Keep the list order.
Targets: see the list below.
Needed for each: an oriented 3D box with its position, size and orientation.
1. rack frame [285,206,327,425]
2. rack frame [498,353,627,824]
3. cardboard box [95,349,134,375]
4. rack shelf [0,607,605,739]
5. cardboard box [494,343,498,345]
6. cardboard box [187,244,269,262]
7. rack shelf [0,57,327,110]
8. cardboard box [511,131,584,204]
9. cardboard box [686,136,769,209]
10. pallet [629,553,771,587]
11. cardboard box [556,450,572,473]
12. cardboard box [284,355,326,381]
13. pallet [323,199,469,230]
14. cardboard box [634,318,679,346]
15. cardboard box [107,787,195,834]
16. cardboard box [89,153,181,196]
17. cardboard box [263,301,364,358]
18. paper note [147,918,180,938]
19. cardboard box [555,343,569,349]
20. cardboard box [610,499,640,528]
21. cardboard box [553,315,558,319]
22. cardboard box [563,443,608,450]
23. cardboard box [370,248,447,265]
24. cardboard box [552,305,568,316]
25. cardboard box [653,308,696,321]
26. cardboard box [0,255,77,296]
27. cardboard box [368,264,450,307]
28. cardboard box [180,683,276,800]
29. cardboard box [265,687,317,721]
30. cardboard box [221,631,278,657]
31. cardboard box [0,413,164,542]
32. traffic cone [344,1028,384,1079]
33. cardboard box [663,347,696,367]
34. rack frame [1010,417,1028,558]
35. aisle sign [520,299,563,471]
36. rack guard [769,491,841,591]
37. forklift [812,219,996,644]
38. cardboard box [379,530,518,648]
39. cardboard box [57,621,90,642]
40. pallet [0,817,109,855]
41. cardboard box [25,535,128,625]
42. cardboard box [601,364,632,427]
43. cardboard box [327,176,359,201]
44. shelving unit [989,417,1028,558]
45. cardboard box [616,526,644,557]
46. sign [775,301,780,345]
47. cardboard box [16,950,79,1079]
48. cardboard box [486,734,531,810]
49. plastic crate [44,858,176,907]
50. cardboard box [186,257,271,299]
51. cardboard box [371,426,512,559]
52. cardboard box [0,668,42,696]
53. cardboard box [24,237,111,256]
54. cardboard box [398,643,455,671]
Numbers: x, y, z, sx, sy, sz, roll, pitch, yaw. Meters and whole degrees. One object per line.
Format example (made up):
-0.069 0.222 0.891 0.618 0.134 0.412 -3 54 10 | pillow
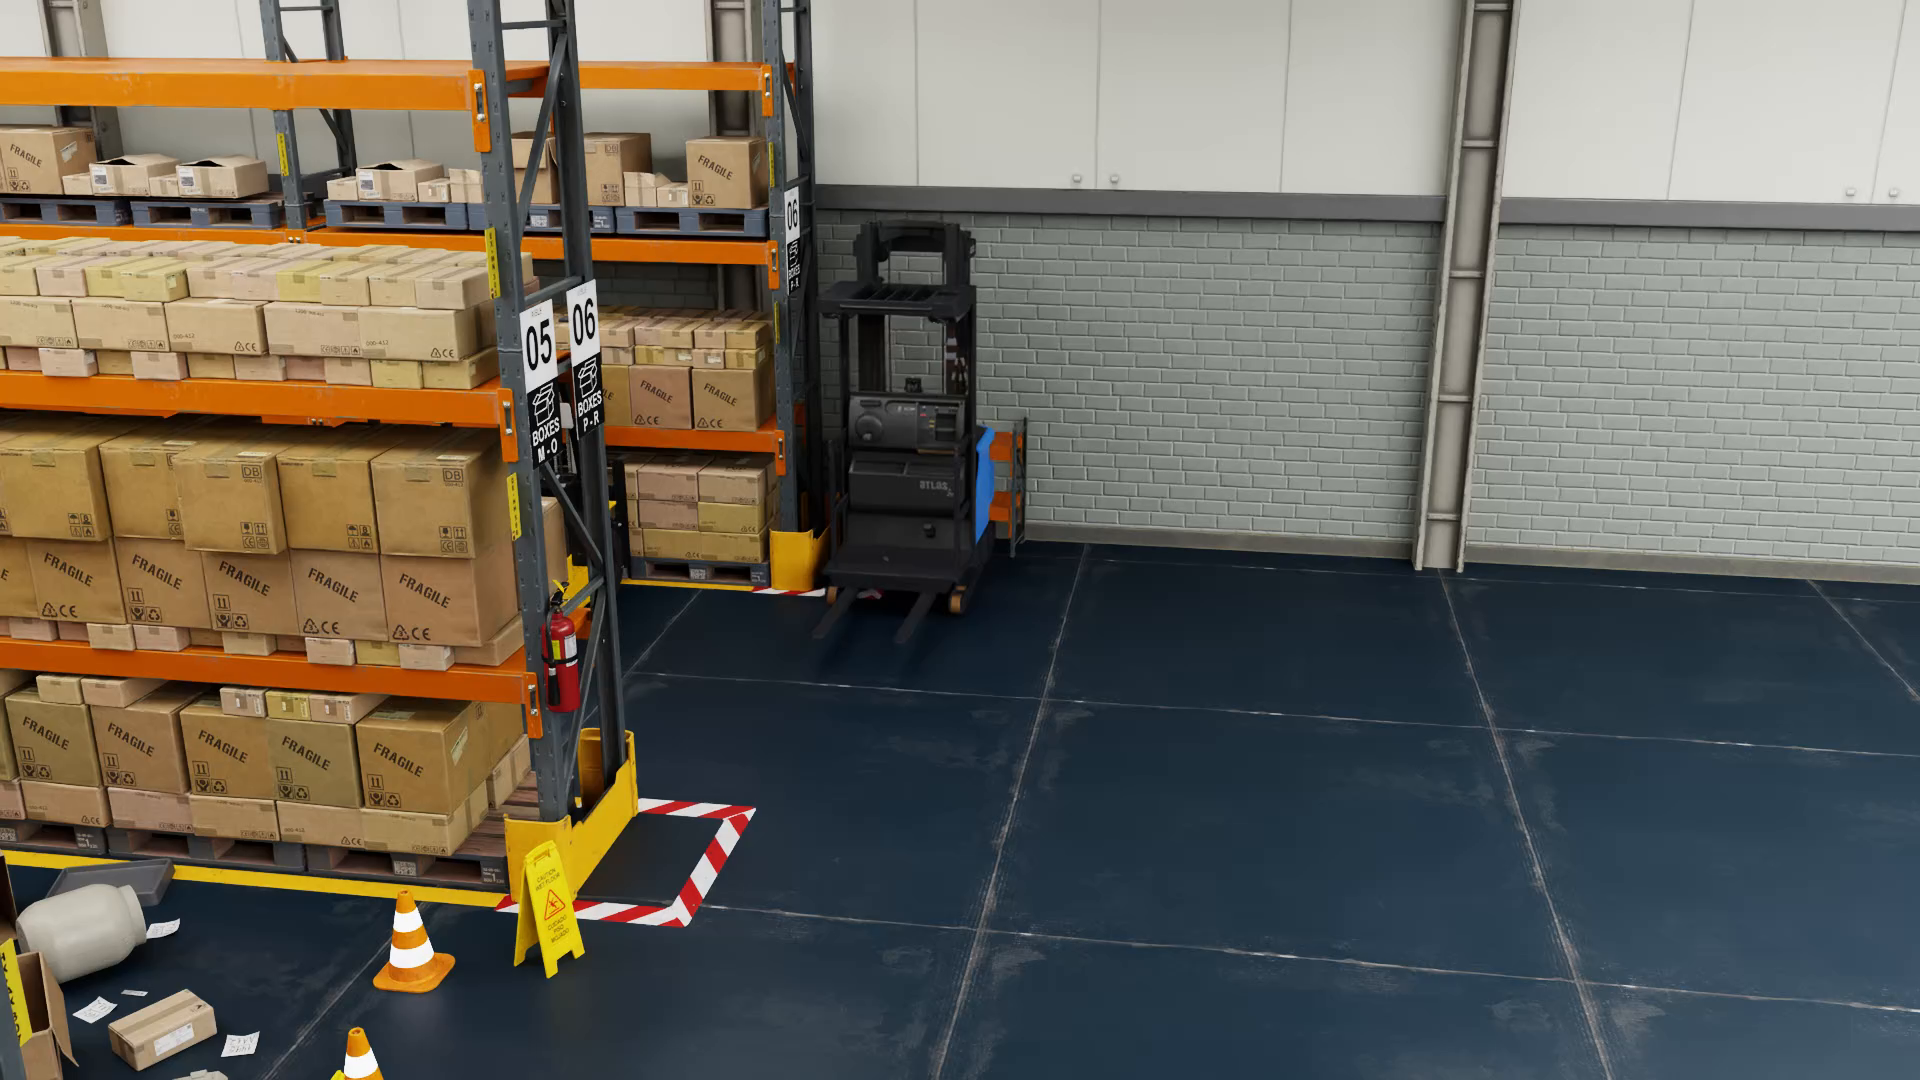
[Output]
-5.267 -1.395 14.244 0.127 3.000 1.000 3 19 9 | rack frame
-2.102 0.362 8.994 0.127 3.000 1.000 3 19 9 | rack frame
-4.257 -0.972 8.650 0.250 0.149 0.380 3 19 9 | cardboard box
-4.076 0.602 9.409 4.000 0.370 1.077 3 19 9 | rack shelf
-2.378 -1.060 8.912 0.250 0.149 0.380 3 19 9 | cardboard box
-3.918 -1.488 8.934 0.250 0.149 0.380 3 19 10 | cardboard box
-7.242 -3.809 13.770 4.000 0.370 1.077 3 19 9 | rack shelf
-3.361 -2.982 13.277 0.637 0.503 0.797 4 19 10 | cardboard box
-1.794 -2.856 12.906 0.500 0.500 0.500 4 19 10 | cardboard box
-2.080 0.104 14.160 1.213 0.211 1.003 3 19 9 | pallet
-3.326 -0.562 13.851 0.500 0.250 0.500 3 19 8 | cardboard box
-3.246 -0.932 8.529 0.250 0.149 0.380 3 19 9 | cardboard box
-4.421 -2.740 13.678 1.213 0.211 1.003 3 19 9 | pallet
-2.450 -1.685 13.462 0.250 0.149 0.380 3 19 9 | cardboard box
-4.458 1.429 9.477 0.500 0.250 0.500 3 19 8 | cardboard box
-6.778 -3.020 13.696 0.500 0.311 0.500 2 19 7 | cardboard box
-3.144 -1.102 8.409 0.500 0.250 0.500 3 19 8 | cardboard box
-4.168 2.029 8.690 0.148 0.019 0.142 -3 19 -10 | paper note
-3.207 -1.576 13.605 0.250 0.149 0.380 3 19 8 | cardboard box
-2.855 -0.300 13.856 0.500 0.250 0.500 2 19 7 | cardboard box
-3.466 -1.735 13.612 0.250 0.149 0.380 3 19 9 | cardboard box
-3.253 -0.727 14.343 0.500 0.250 0.500 3 19 8 | cardboard box
-2.908 -1.441 8.794 0.250 0.149 0.380 3 19 9 | cardboard box
-3.400 -1.872 14.022 0.250 0.149 0.380 3 19 10 | cardboard box
-2.374 -1.823 13.875 0.250 0.149 0.380 3 19 9 | cardboard box
-4.763 -1.364 8.565 0.250 0.149 0.380 2 19 7 | cardboard box
-2.731 -1.269 8.281 0.250 0.149 0.380 3 19 10 | cardboard box
-3.947 1.100 9.279 0.500 0.500 0.500 2 19 7 | cardboard box
-3.555 0.834 9.051 0.250 0.149 0.380 3 19 10 | cardboard box
-3.779 0.487 9.017 0.250 0.149 0.380 3 19 8 | cardboard box
-4.659 -0.346 8.906 0.500 0.500 0.700 3 19 7 | cardboard box
-2.571 2.312 7.163 0.334 0.463 0.336 3 19 9 | traffic cone
-2.208 -1.514 13.420 0.250 0.149 0.380 3 19 10 | cardboard box
0.510 -0.459 14.375 0.032 1.125 0.500 5 18 13 | rack frame
-2.086 -0.777 8.301 0.004 0.787 0.394 3 19 9 | aisle sign
-1.294 -0.007 14.035 0.348 0.500 1.175 3 19 9 | rack guard
-0.459 -0.929 12.960 1.130 2.935 3.031 3 19 10 | forklift
-2.681 0.233 8.754 0.500 0.500 0.500 3 19 8 | cardboard box
-4.759 0.423 9.206 0.250 0.149 0.380 3 19 8 | cardboard box
-5.382 1.506 9.970 1.213 0.211 1.003 3 19 9 | pallet
-4.668 0.129 9.064 0.500 0.500 0.500 3 19 8 | cardboard box
-2.862 -1.238 13.618 0.500 0.500 0.500 3 19 8 | cardboard box
-4.872 -2.827 13.373 0.250 0.149 0.380 3 19 10 | cardboard box
0.016 -0.500 14.488 1.048 1.125 0.538 5 18 13 | shelving unit
-2.814 -0.069 13.954 0.500 0.250 0.500 3 19 9 | cardboard box
-1.418 -1.685 12.915 0.005 0.325 0.100 3 19 9 | sign
-4.237 2.251 7.284 0.637 0.503 0.797 -11 21 -29 | cardboard box
-2.854 1.340 9.744 0.500 0.250 0.500 3 19 8 | cardboard box
-4.631 1.881 9.055 0.583 0.080 0.402 -3 19 -10 | plastic crate
-3.723 -1.341 8.495 0.250 0.149 0.380 2 19 7 | cardboard box
-2.641 -0.258 8.645 0.500 0.500 0.700 2 19 7 | cardboard box
-5.397 0.742 9.327 0.250 0.149 0.380 3 19 9 | cardboard box
-4.915 -1.571 9.183 0.250 0.149 0.380 3 19 10 | cardboard box
-2.772 0.551 8.824 0.250 0.149 0.380 3 19 8 | cardboard box
